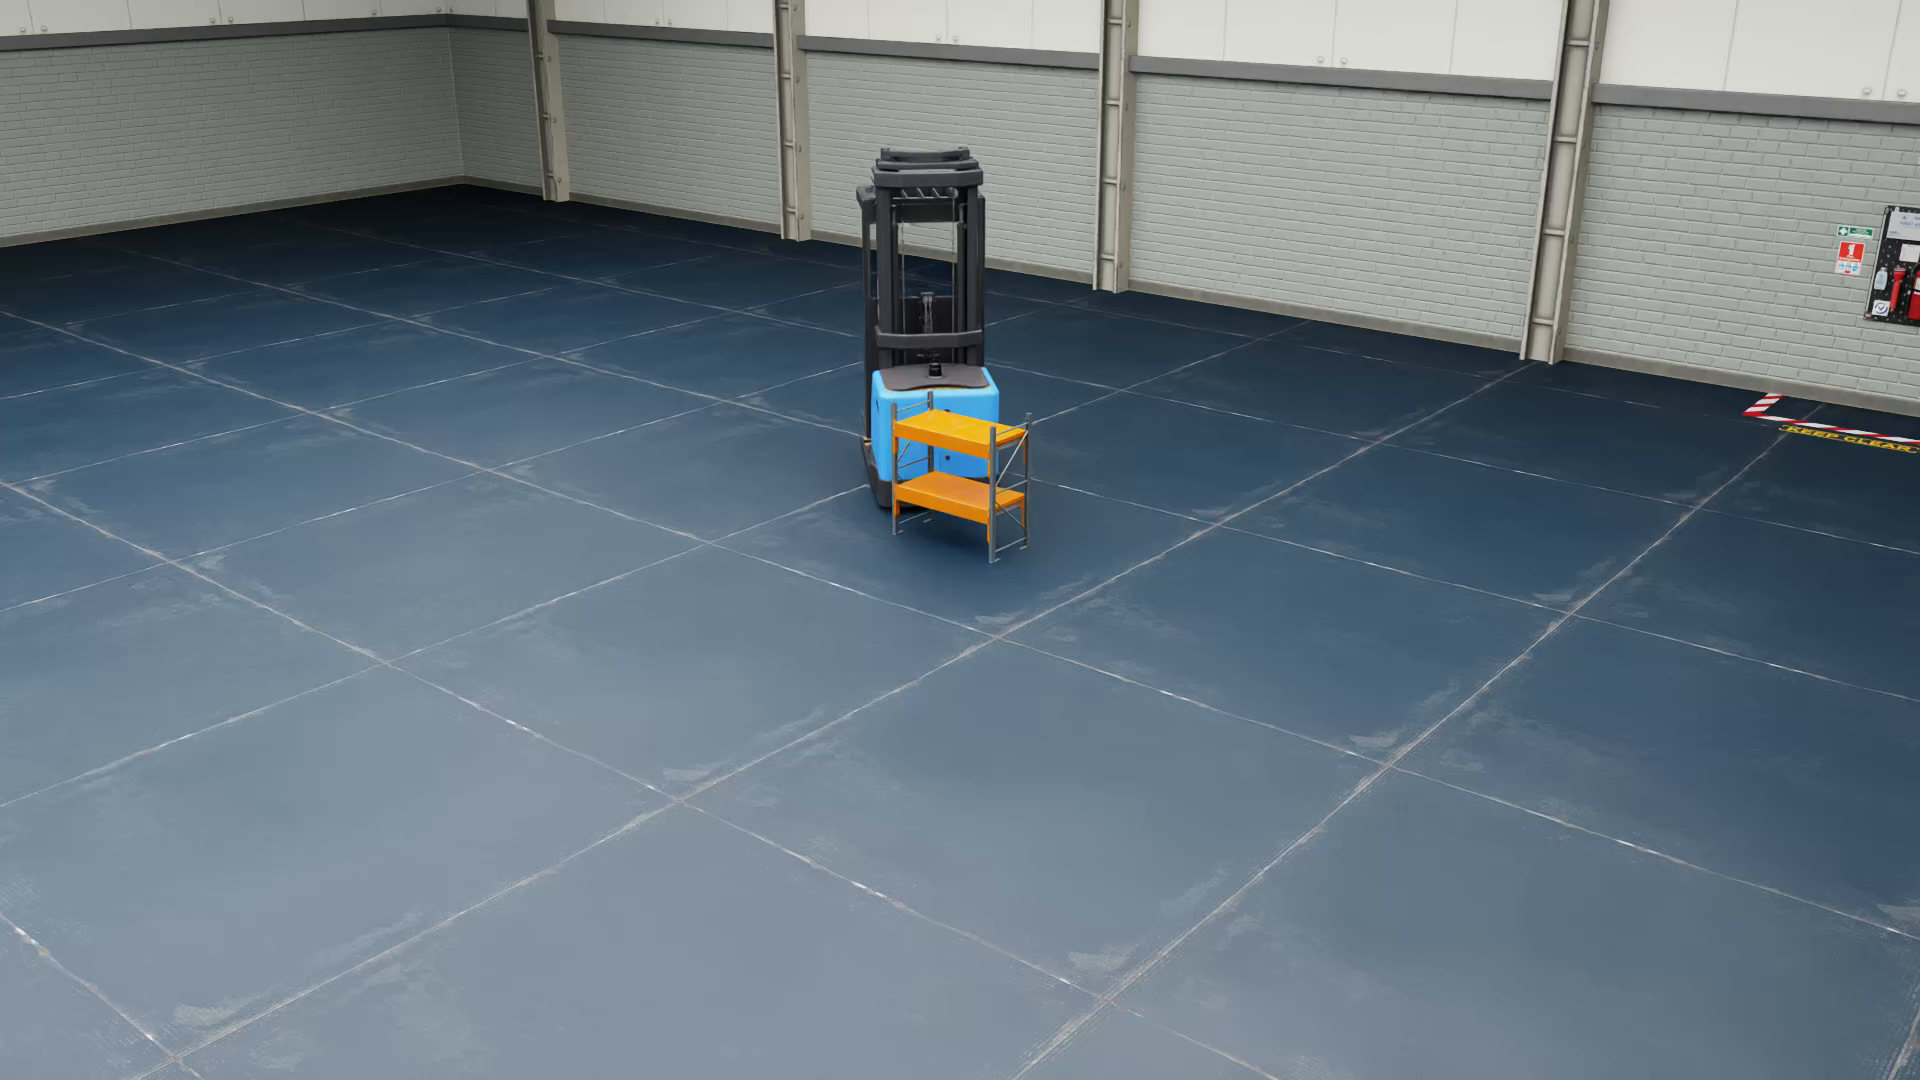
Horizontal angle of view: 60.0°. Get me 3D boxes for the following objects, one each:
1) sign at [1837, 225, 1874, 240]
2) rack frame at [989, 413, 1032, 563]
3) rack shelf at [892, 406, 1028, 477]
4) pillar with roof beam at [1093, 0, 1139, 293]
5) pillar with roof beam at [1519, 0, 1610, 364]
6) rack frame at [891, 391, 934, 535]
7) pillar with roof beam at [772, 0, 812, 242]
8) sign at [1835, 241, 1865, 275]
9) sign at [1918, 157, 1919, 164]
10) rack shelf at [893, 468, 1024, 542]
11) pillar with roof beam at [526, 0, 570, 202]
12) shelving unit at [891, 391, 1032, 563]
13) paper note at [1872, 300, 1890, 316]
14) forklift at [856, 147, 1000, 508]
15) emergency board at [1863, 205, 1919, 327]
[{"bbox_3d":[9.105,-3.129,16.913,0.331,0.109,0.001,16,26,36],"label":"sign"},{"bbox_3d":[0.399,-0.411,13.165,0.032,1.125,0.500,16,26,36],"label":"rack frame"},{"bbox_3d":[0.005,-0.799,13.362,1.000,0.278,0.538,16,26,36],"label":"rack shelf"},{"bbox_3d":[-0.658,-6.462,18.050,0.400,9.000,9.100,16,26,36],"label":"pillar with roof beam"},{"bbox_3d":[3.990,-5.123,14.501,0.400,9.000,9.100,16,26,36],"label":"pillar with roof beam"},{"bbox_3d":[-0.389,-0.638,13.766,0.032,1.125,0.500,16,26,36],"label":"rack frame"},{"bbox_3d":[-5.306,-7.801,21.600,0.400,9.000,9.100,16,26,36],"label":"pillar with roof beam"},{"bbox_3d":[9.107,-2.884,17.015,0.234,0.329,0.001,16,26,36],"label":"sign"},{"bbox_3d":[9.527,-3.830,16.288,0.199,0.298,0.001,16,26,36],"label":"sign"},{"bbox_3d":[0.005,-0.296,13.552,1.000,0.278,0.538,16,26,36],"label":"rack shelf"},{"bbox_3d":[-9.955,-9.139,25.150,0.400,9.000,9.100,16,26,36],"label":"pillar with roof beam"},{"bbox_3d":[0.005,-0.525,13.466,1.048,1.125,0.538,16,26,36],"label":"shelving unit"},{"bbox_3d":[9.377,-2.362,16.930,0.142,0.148,0.016,16,26,36],"label":"paper note"},{"bbox_3d":[-0.352,-2.128,15.157,1.130,2.935,3.031,-3,21,-7],"label":"forklift"},{"bbox_3d":[9.470,-2.716,16.620,0.643,1.169,0.194,16,26,36],"label":"emergency board"}]
